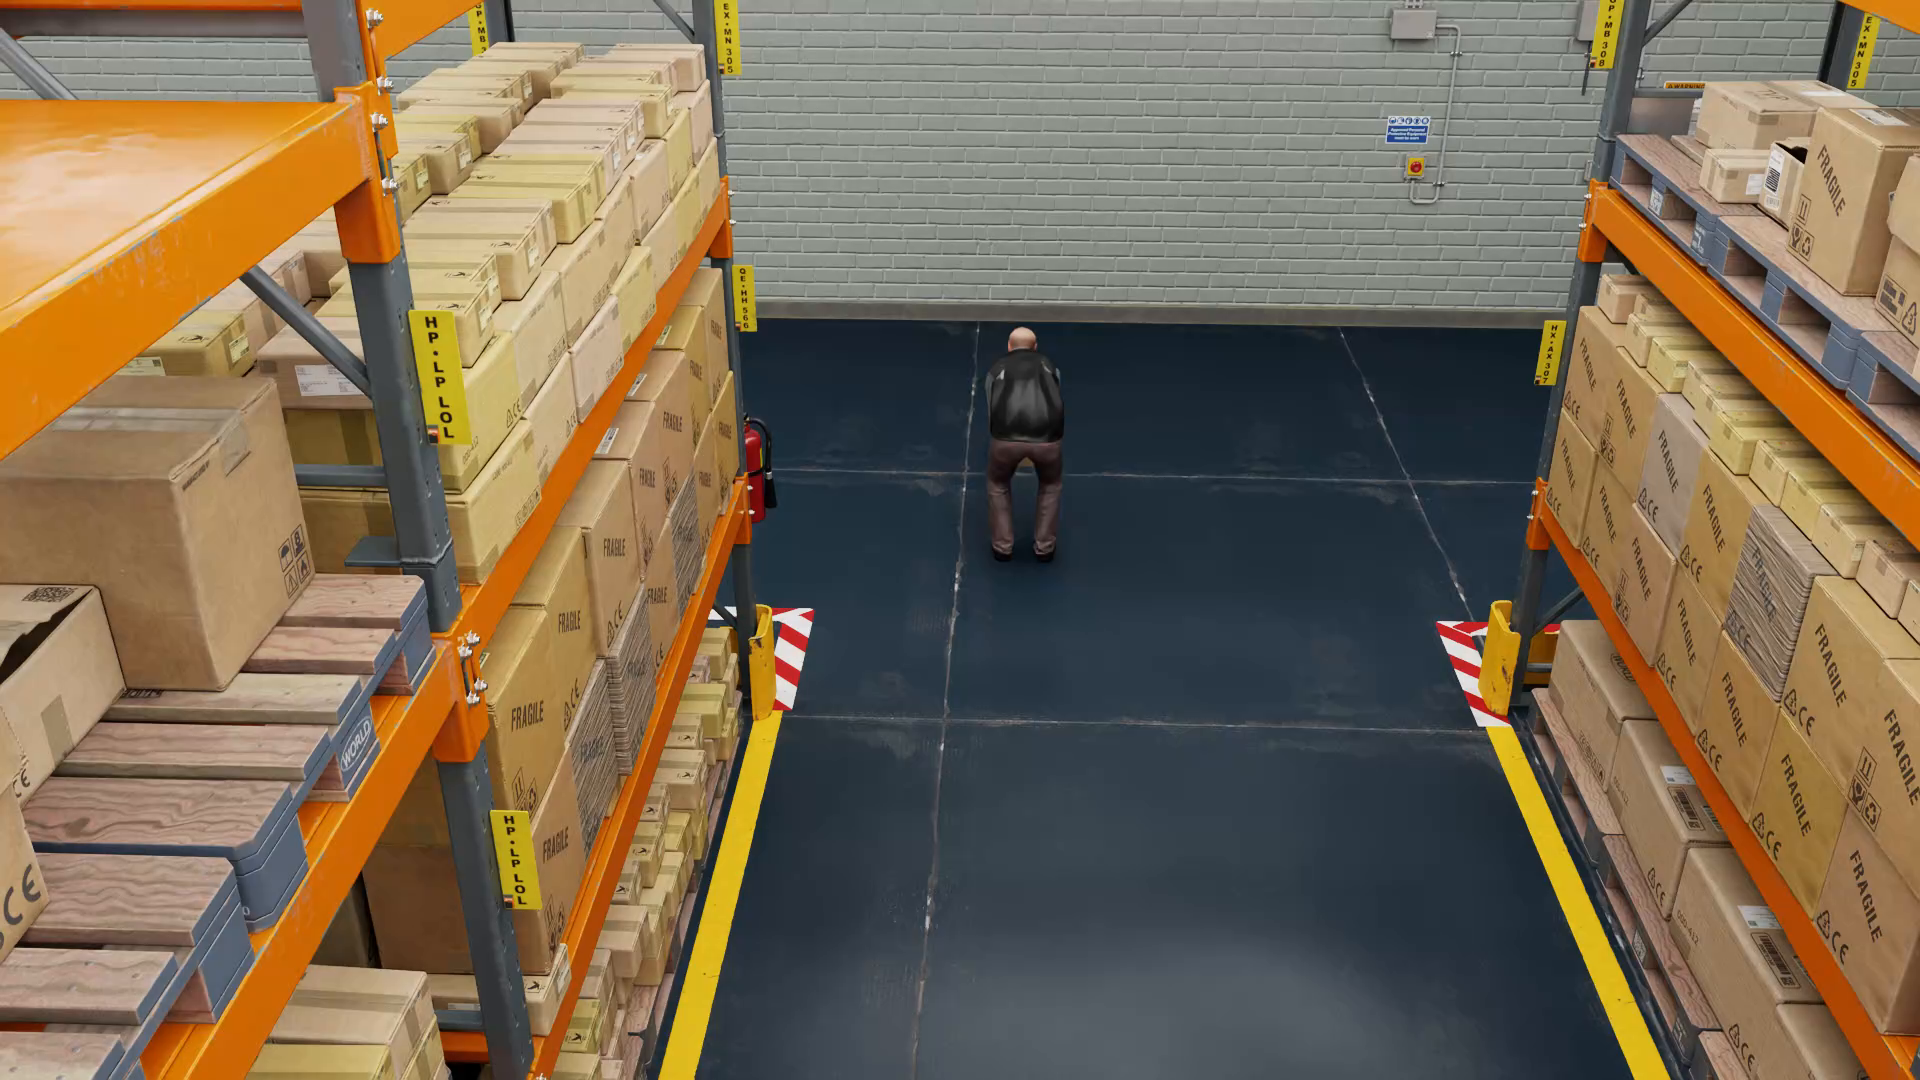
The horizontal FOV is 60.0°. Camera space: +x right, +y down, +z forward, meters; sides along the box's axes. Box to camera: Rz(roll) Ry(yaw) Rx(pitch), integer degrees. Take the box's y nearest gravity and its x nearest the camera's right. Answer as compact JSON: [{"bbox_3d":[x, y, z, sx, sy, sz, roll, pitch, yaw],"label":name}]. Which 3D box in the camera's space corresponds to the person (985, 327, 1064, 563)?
[{"bbox_3d":[0.391,-0.571,10.223,0.474,1.266,0.909,0,28,0],"label":"person"}]
